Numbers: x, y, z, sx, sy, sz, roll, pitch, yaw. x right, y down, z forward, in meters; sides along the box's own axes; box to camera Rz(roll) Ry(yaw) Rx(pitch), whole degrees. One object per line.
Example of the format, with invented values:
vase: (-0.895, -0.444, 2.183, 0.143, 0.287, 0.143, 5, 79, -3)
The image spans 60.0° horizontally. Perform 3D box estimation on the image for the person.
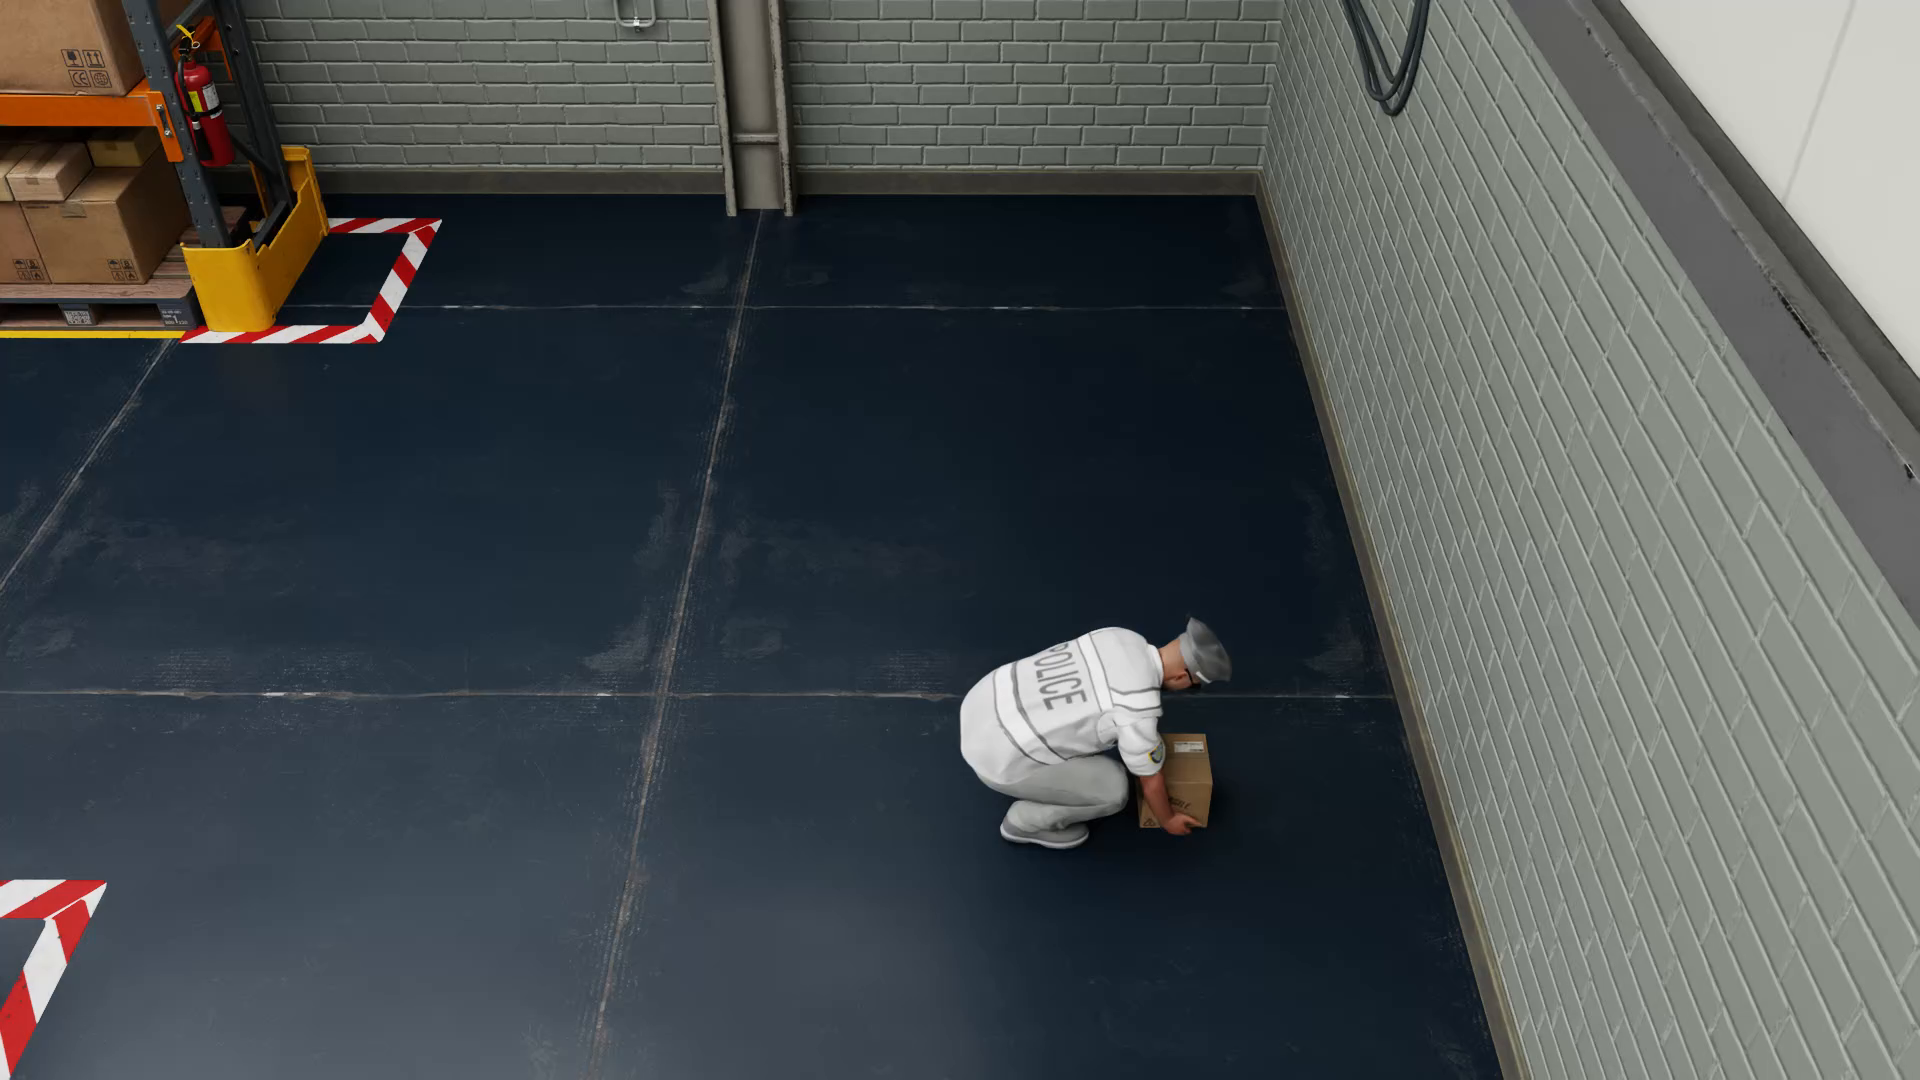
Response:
person: (0.488, 0.701, 6.059, 0.974, 0.899, 0.549, 0, 39, 0)
